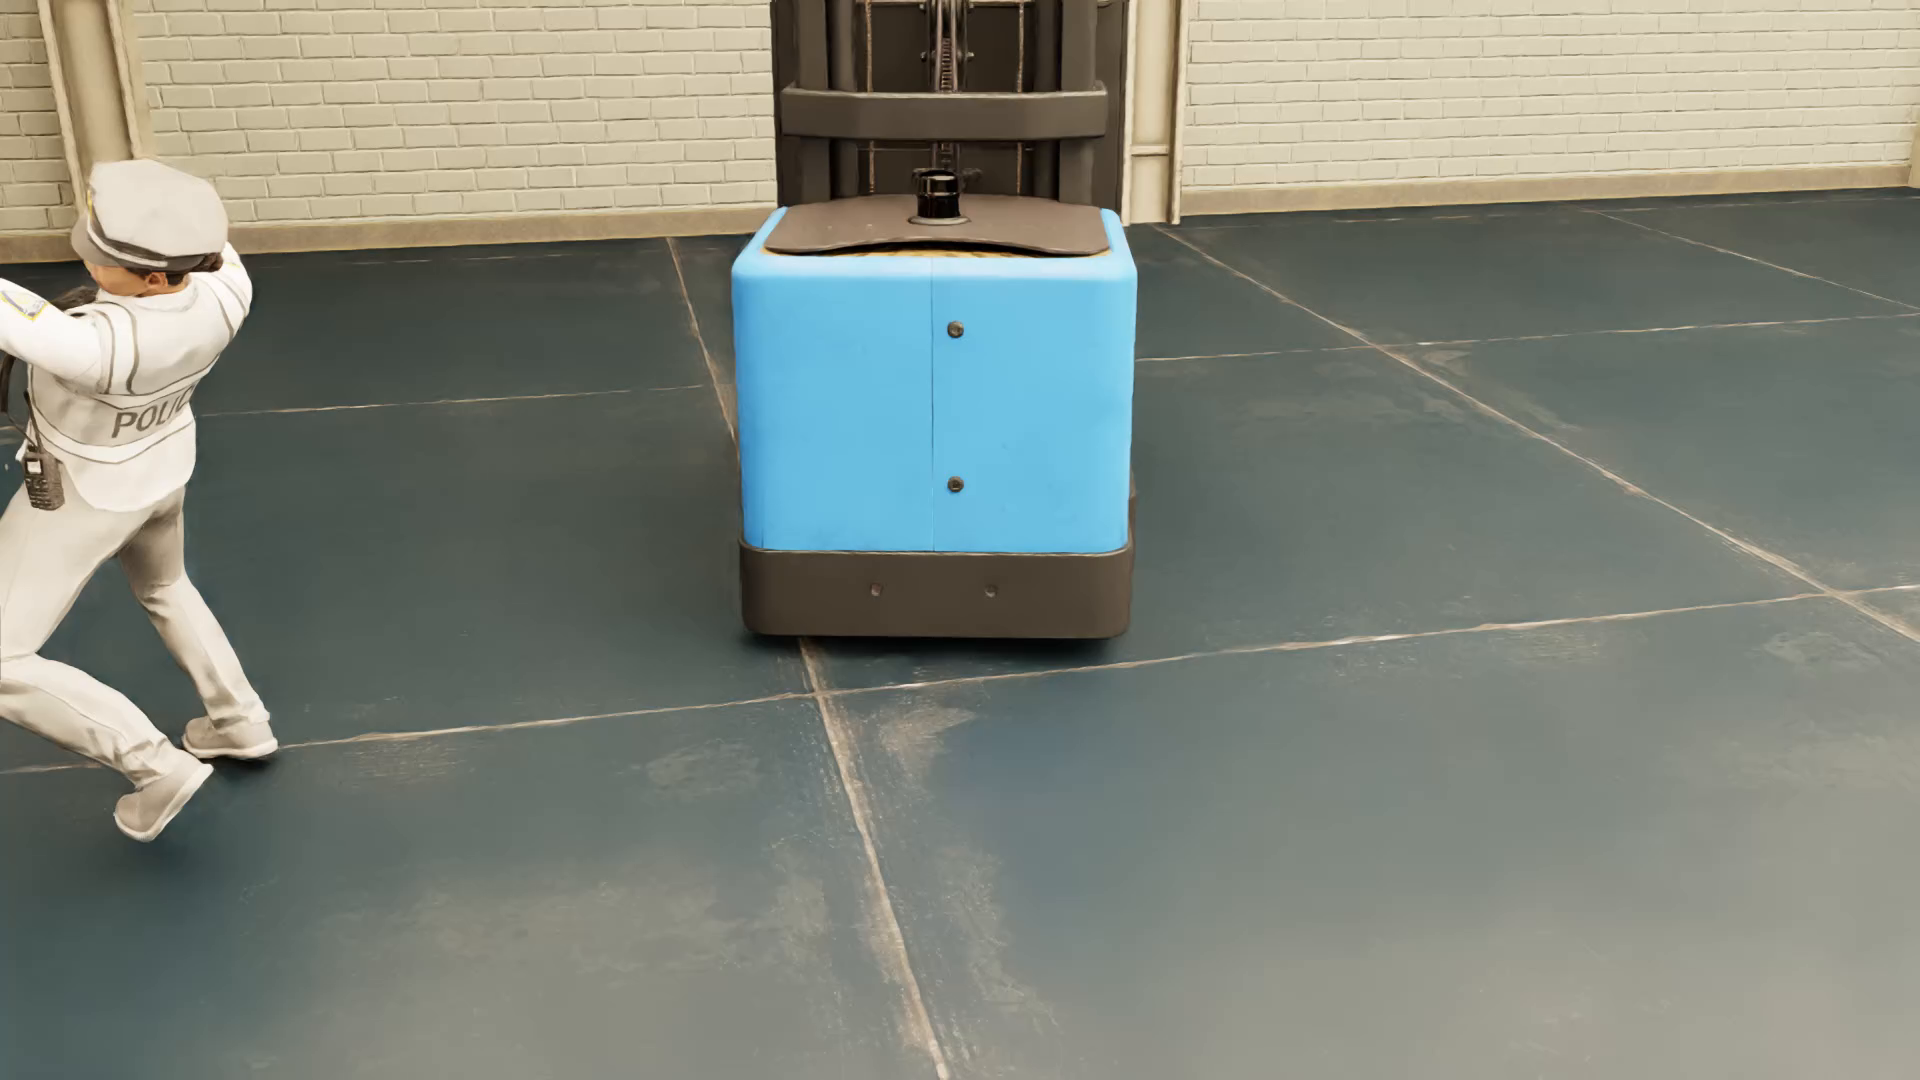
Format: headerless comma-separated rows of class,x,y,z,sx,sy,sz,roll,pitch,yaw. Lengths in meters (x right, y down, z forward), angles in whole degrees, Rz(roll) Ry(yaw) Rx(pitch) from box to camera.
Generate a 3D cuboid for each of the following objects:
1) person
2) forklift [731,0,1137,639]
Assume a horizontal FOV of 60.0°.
person,-1.710,-0.195,3.658,0.716,1.515,0.979,3,21,8
forklift,-0.025,-1.583,5.335,1.130,2.935,3.031,1,21,2
